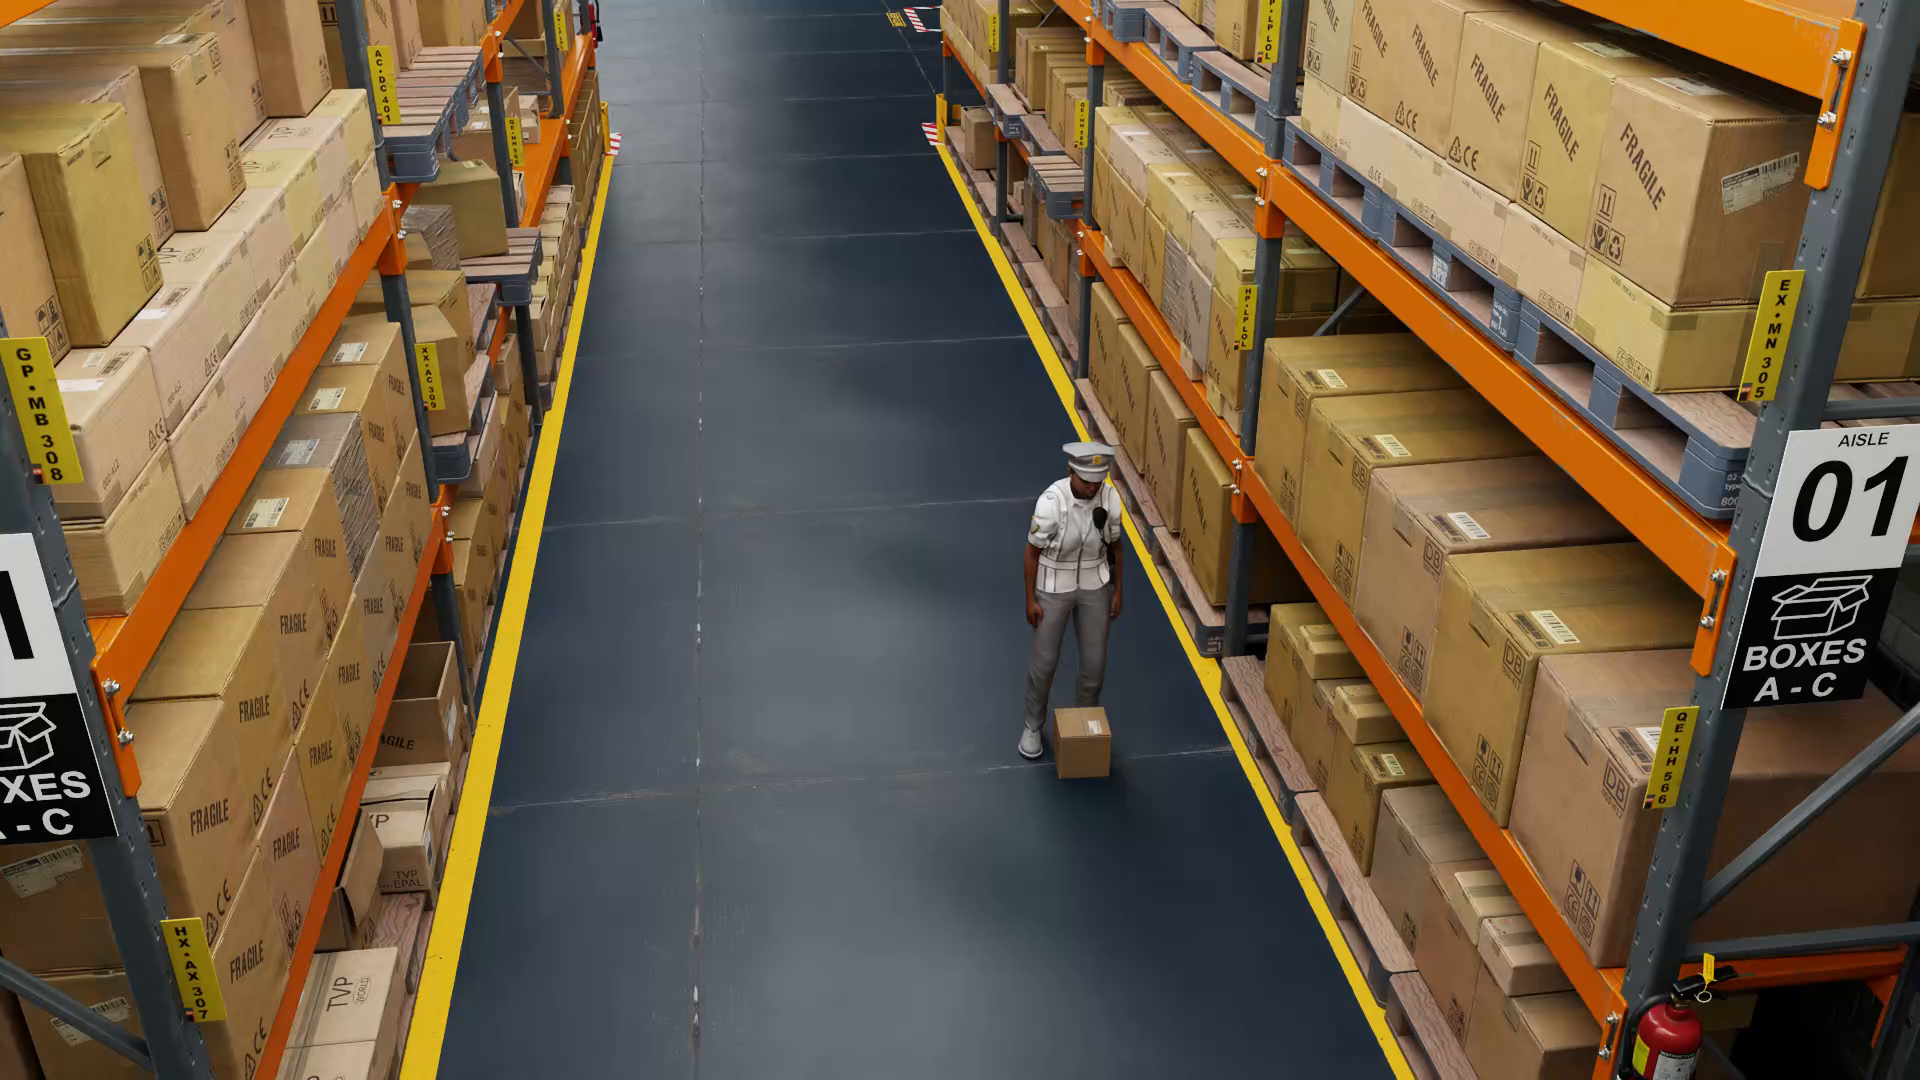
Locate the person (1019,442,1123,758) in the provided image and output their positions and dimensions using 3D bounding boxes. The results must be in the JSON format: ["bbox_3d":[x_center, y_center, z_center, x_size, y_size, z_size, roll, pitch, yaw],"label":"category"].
[{"bbox_3d":[0.541,0.269,8.098,0.531,1.659,0.398,-5,28,-10],"label":"person"}]
